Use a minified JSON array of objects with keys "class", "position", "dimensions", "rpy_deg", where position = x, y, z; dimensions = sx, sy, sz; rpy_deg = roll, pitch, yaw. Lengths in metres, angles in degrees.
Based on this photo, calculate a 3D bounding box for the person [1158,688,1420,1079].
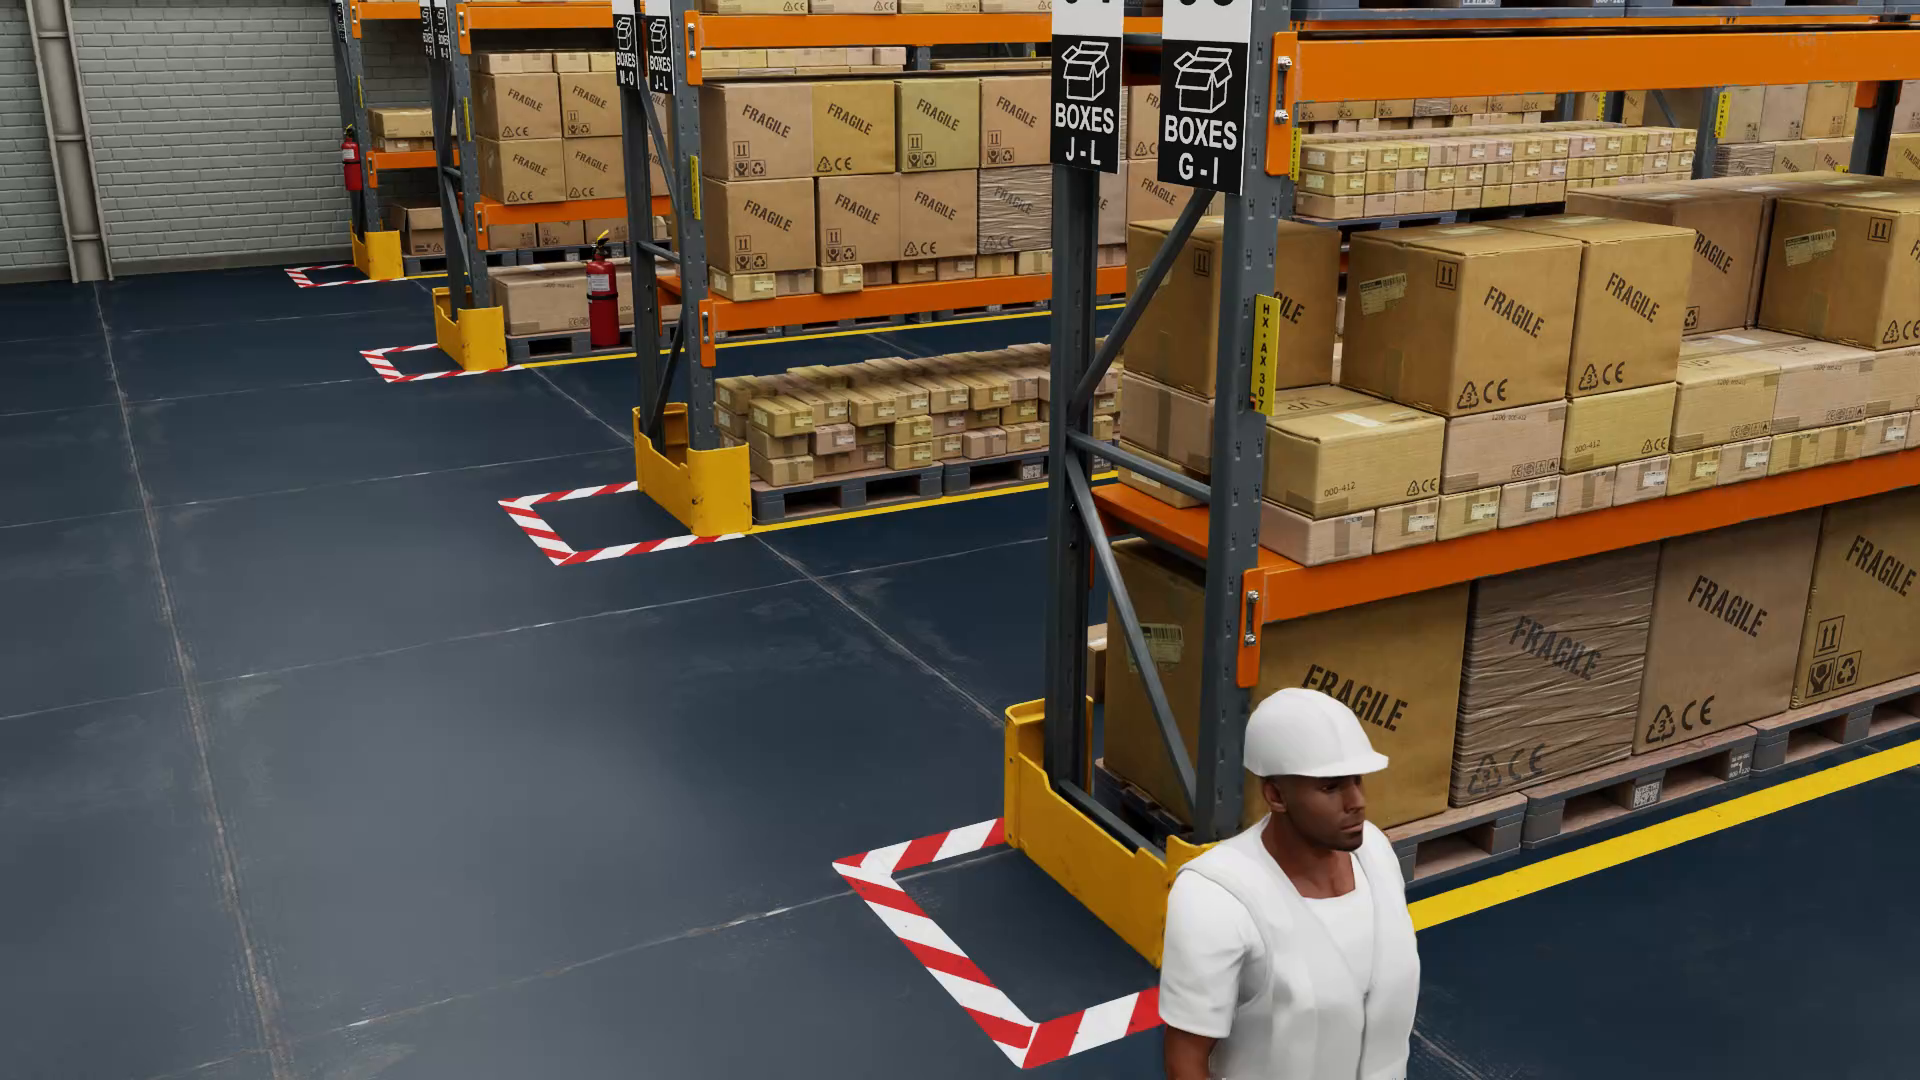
[{"class":"person","position":[0.616,1.105,3.183],"dimensions":[0.569,1.737,0.932],"rpy_deg":[-10,21,-27]}]
